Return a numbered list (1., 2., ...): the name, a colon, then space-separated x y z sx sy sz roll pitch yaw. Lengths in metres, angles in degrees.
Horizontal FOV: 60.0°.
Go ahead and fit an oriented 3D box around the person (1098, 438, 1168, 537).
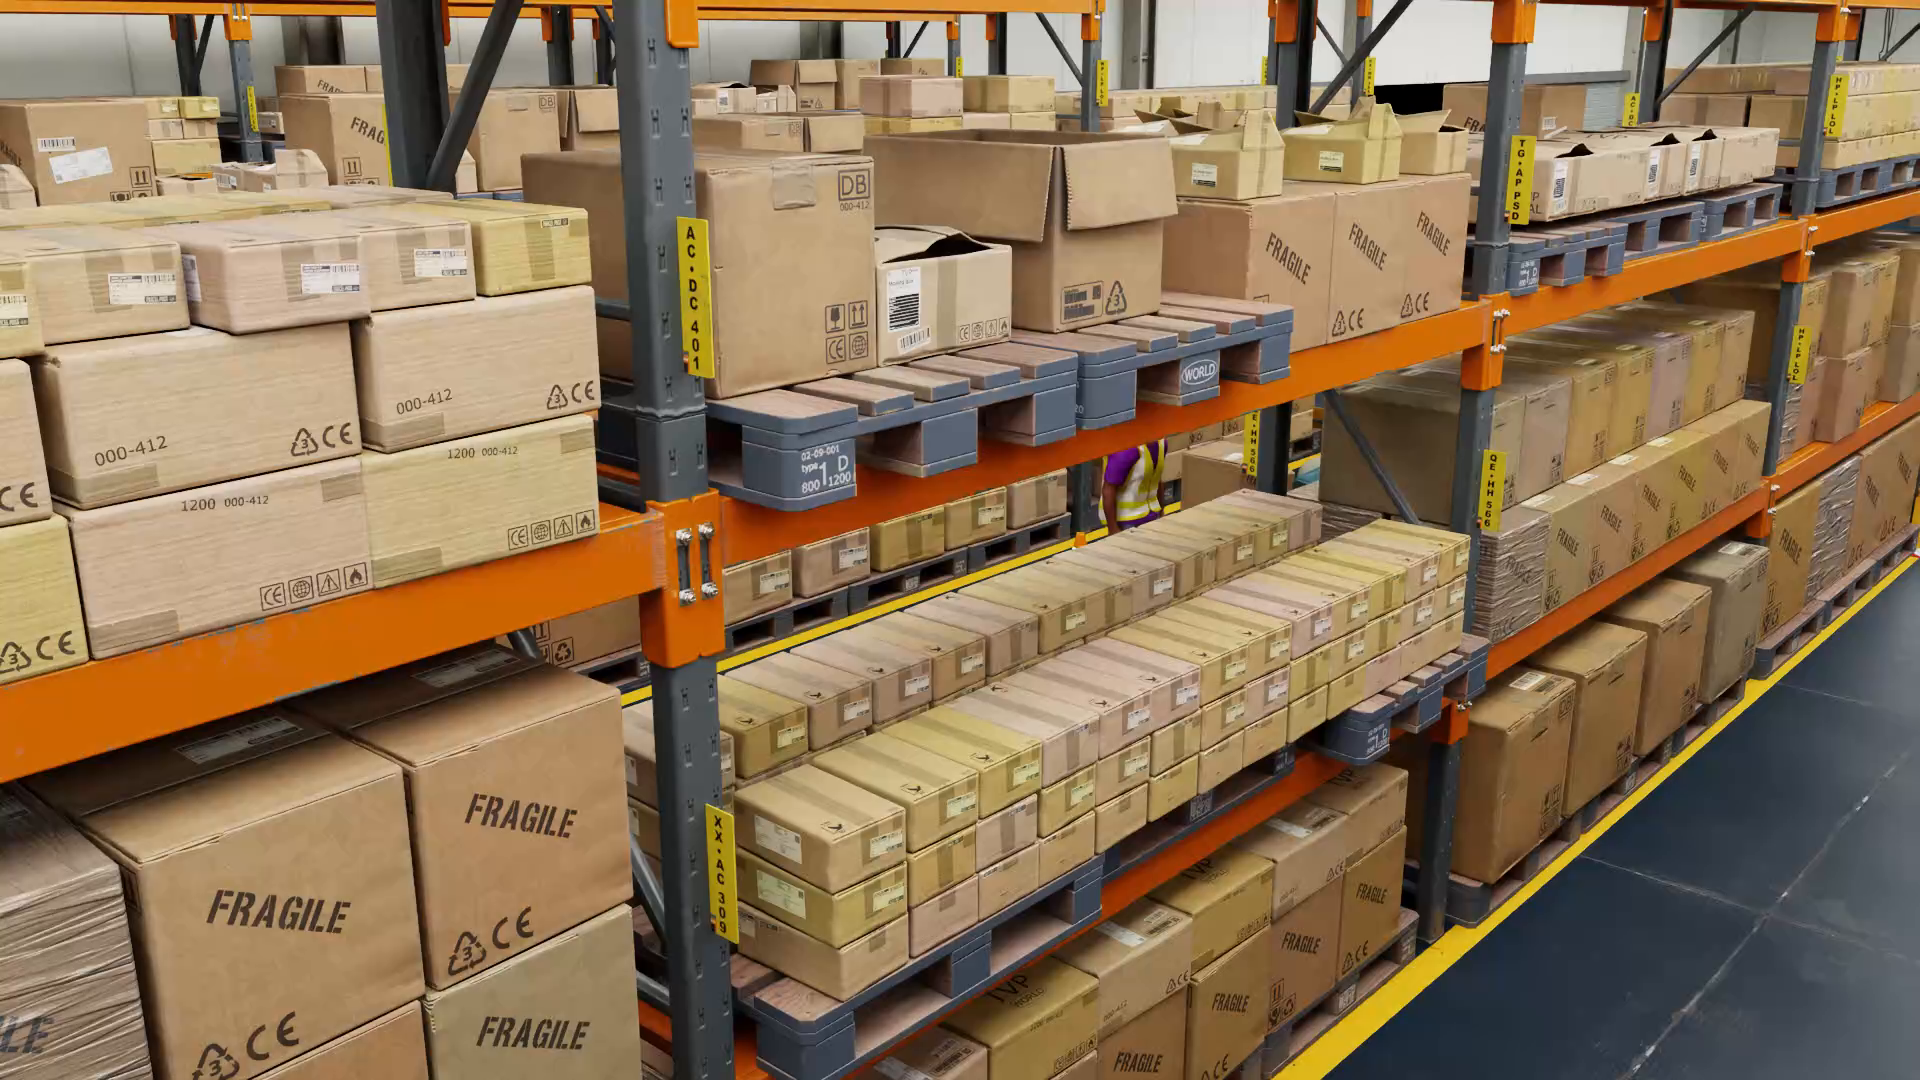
1. person: 1.116 -0.116 10.398 0.462 1.759 0.627 13 21 37
